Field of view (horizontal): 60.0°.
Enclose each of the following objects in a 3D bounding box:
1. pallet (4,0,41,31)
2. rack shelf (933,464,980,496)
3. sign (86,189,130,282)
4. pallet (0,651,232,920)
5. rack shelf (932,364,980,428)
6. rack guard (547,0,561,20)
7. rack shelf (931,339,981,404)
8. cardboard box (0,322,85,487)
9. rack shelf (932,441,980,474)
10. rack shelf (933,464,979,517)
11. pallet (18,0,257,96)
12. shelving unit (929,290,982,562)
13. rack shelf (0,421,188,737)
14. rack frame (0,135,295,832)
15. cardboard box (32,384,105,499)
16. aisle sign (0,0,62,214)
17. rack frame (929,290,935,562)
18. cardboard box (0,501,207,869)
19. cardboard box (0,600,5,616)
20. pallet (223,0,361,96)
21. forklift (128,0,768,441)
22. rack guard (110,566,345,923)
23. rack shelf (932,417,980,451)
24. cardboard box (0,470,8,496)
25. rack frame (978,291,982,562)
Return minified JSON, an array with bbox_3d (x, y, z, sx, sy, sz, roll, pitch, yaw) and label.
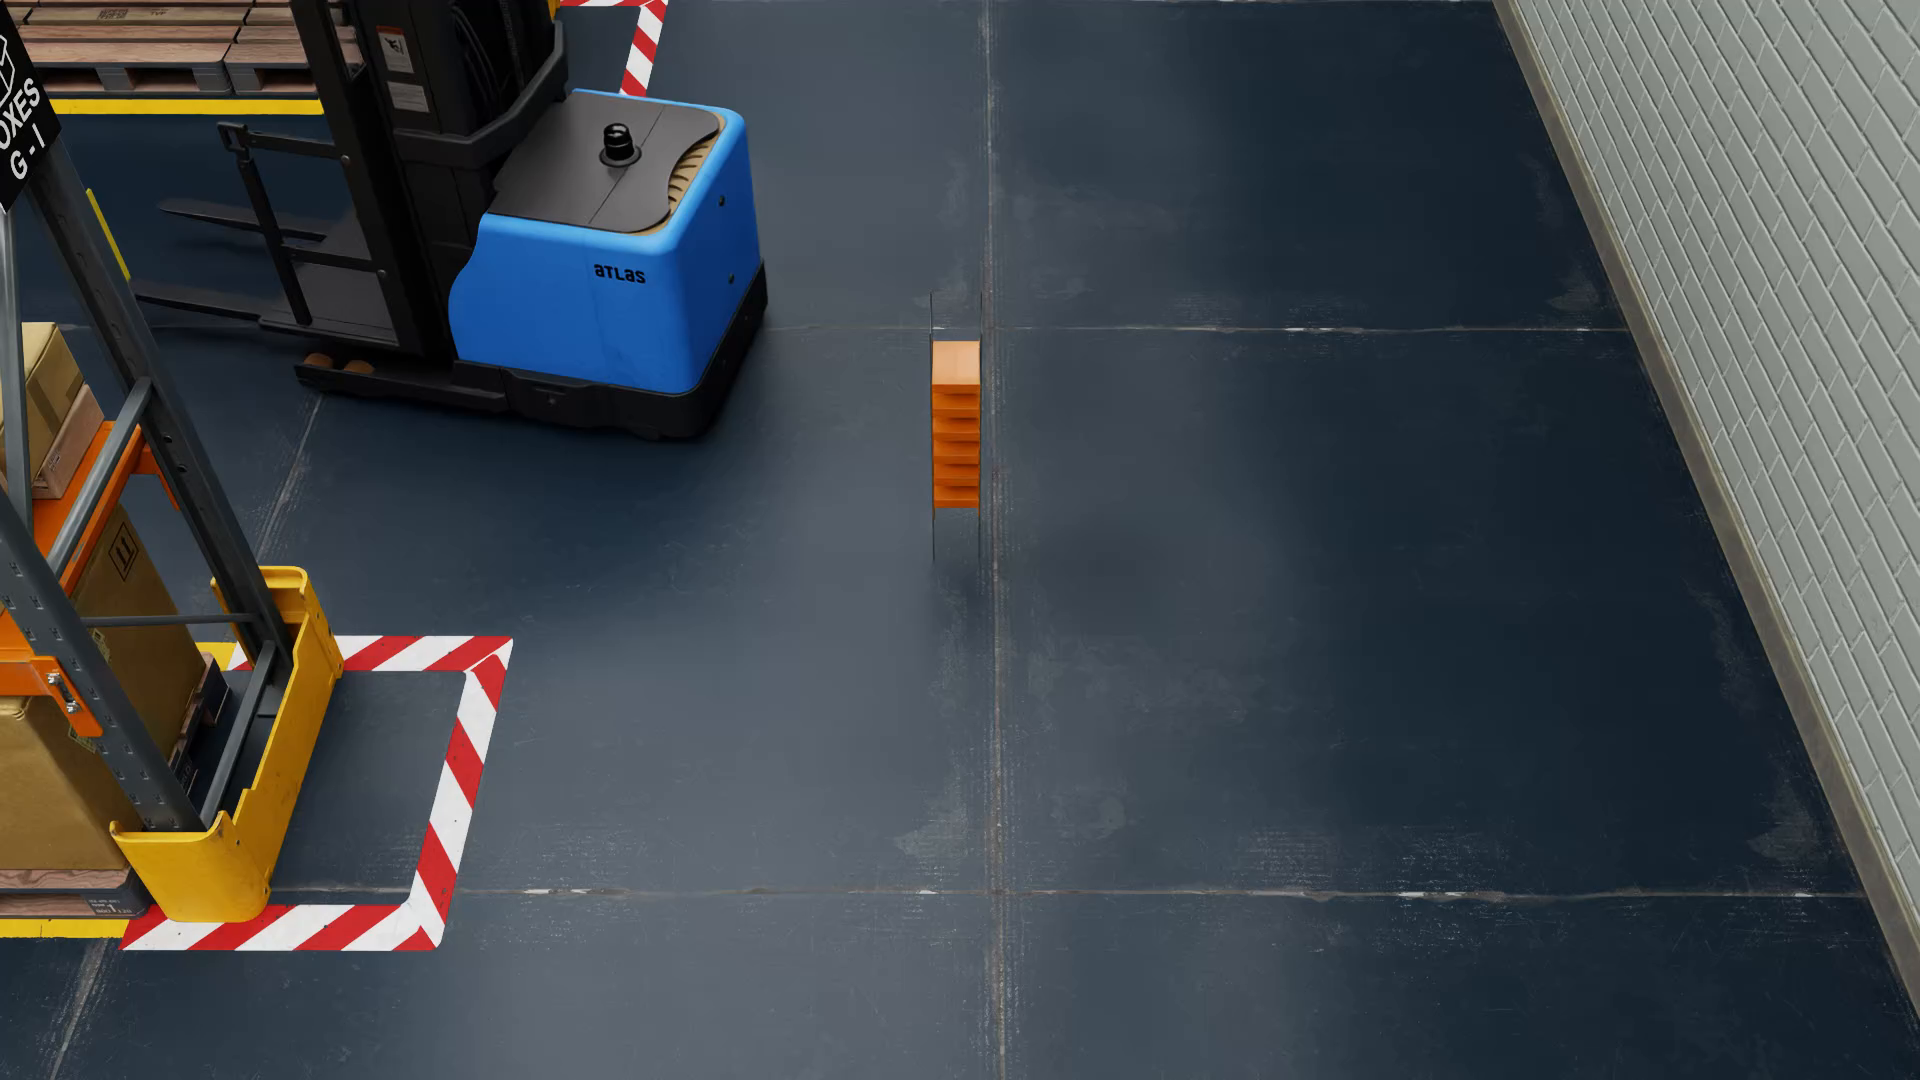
[{"bbox_3d":[-5.806,-2.869,9.357,1.213,0.211,1.003,0,47,0],"label":"pallet"},{"bbox_3d":[-0.014,-0.297,6.512,0.180,0.103,0.258,0,47,0],"label":"rack shelf"},{"bbox_3d":[-2.552,-0.885,4.960,0.005,0.325,0.100,0,47,0],"label":"sign"},{"bbox_3d":[-3.360,0.848,5.897,1.213,0.211,1.003,0,47,0],"label":"pallet"},{"bbox_3d":[-0.014,-0.542,6.248,0.180,0.103,0.258,0,47,0],"label":"rack shelf"},{"bbox_3d":[-2.518,-2.940,9.226,0.348,0.500,1.175,0,47,0],"label":"rack guard"},{"bbox_3d":[-0.014,-0.624,6.161,0.180,0.103,0.258,0,47,0],"label":"rack shelf"},{"bbox_3d":[-3.039,-0.406,5.059,0.500,0.250,0.500,-1,47,-1],"label":"cardboard box"},{"bbox_3d":[-0.014,-0.379,6.424,0.180,0.103,0.258,0,47,0],"label":"rack shelf"},{"bbox_3d":[-0.014,-0.215,6.600,0.180,0.103,0.258,0,47,0],"label":"rack shelf"},{"bbox_3d":[-4.583,-2.868,9.356,1.213,0.211,1.003,0,47,0],"label":"pallet"},{"bbox_3d":[-0.014,-0.409,6.392,0.189,1.200,0.258,0,47,0],"label":"shelving unit"},{"bbox_3d":[-4.560,0.083,5.196,4.000,0.370,1.077,0,47,0],"label":"rack shelf"},{"bbox_3d":[-2.560,-0.157,4.927,0.127,3.000,1.000,0,47,0],"label":"rack frame"},{"bbox_3d":[-2.914,-0.314,5.245,0.250,0.149,0.380,1,47,1],"label":"cardboard box"},{"bbox_3d":[-2.487,-1.262,4.180,0.004,0.787,0.394,0,47,0],"label":"aisle sign"},{"bbox_3d":[-0.106,-0.409,6.392,0.006,1.200,0.240,0,47,0],"label":"rack frame"},{"bbox_3d":[-3.201,0.481,5.499,0.875,0.875,0.875,0,47,0],"label":"cardboard box"},{"bbox_3d":[-2.918,0.169,4.796,0.250,0.149,0.380,1,47,1],"label":"cardboard box"},{"bbox_3d":[-3.366,-2.863,9.351,1.213,0.211,1.003,0,47,0],"label":"pallet"},{"bbox_3d":[-2.469,-2.003,6.693,3.031,2.935,1.130,10,48,9],"label":"forklift"},{"bbox_3d":[-2.536,0.695,5.842,0.348,0.500,1.175,0,47,0],"label":"rack guard"},{"bbox_3d":[-0.014,-0.460,6.336,0.180,0.103,0.258,0,47,0],"label":"rack shelf"},{"bbox_3d":[-3.046,-0.014,4.694,0.500,0.250,0.500,-1,47,0],"label":"cardboard box"},{"bbox_3d":[0.077,-0.409,6.391,0.006,1.200,0.240,0,47,0],"label":"rack frame"}]
